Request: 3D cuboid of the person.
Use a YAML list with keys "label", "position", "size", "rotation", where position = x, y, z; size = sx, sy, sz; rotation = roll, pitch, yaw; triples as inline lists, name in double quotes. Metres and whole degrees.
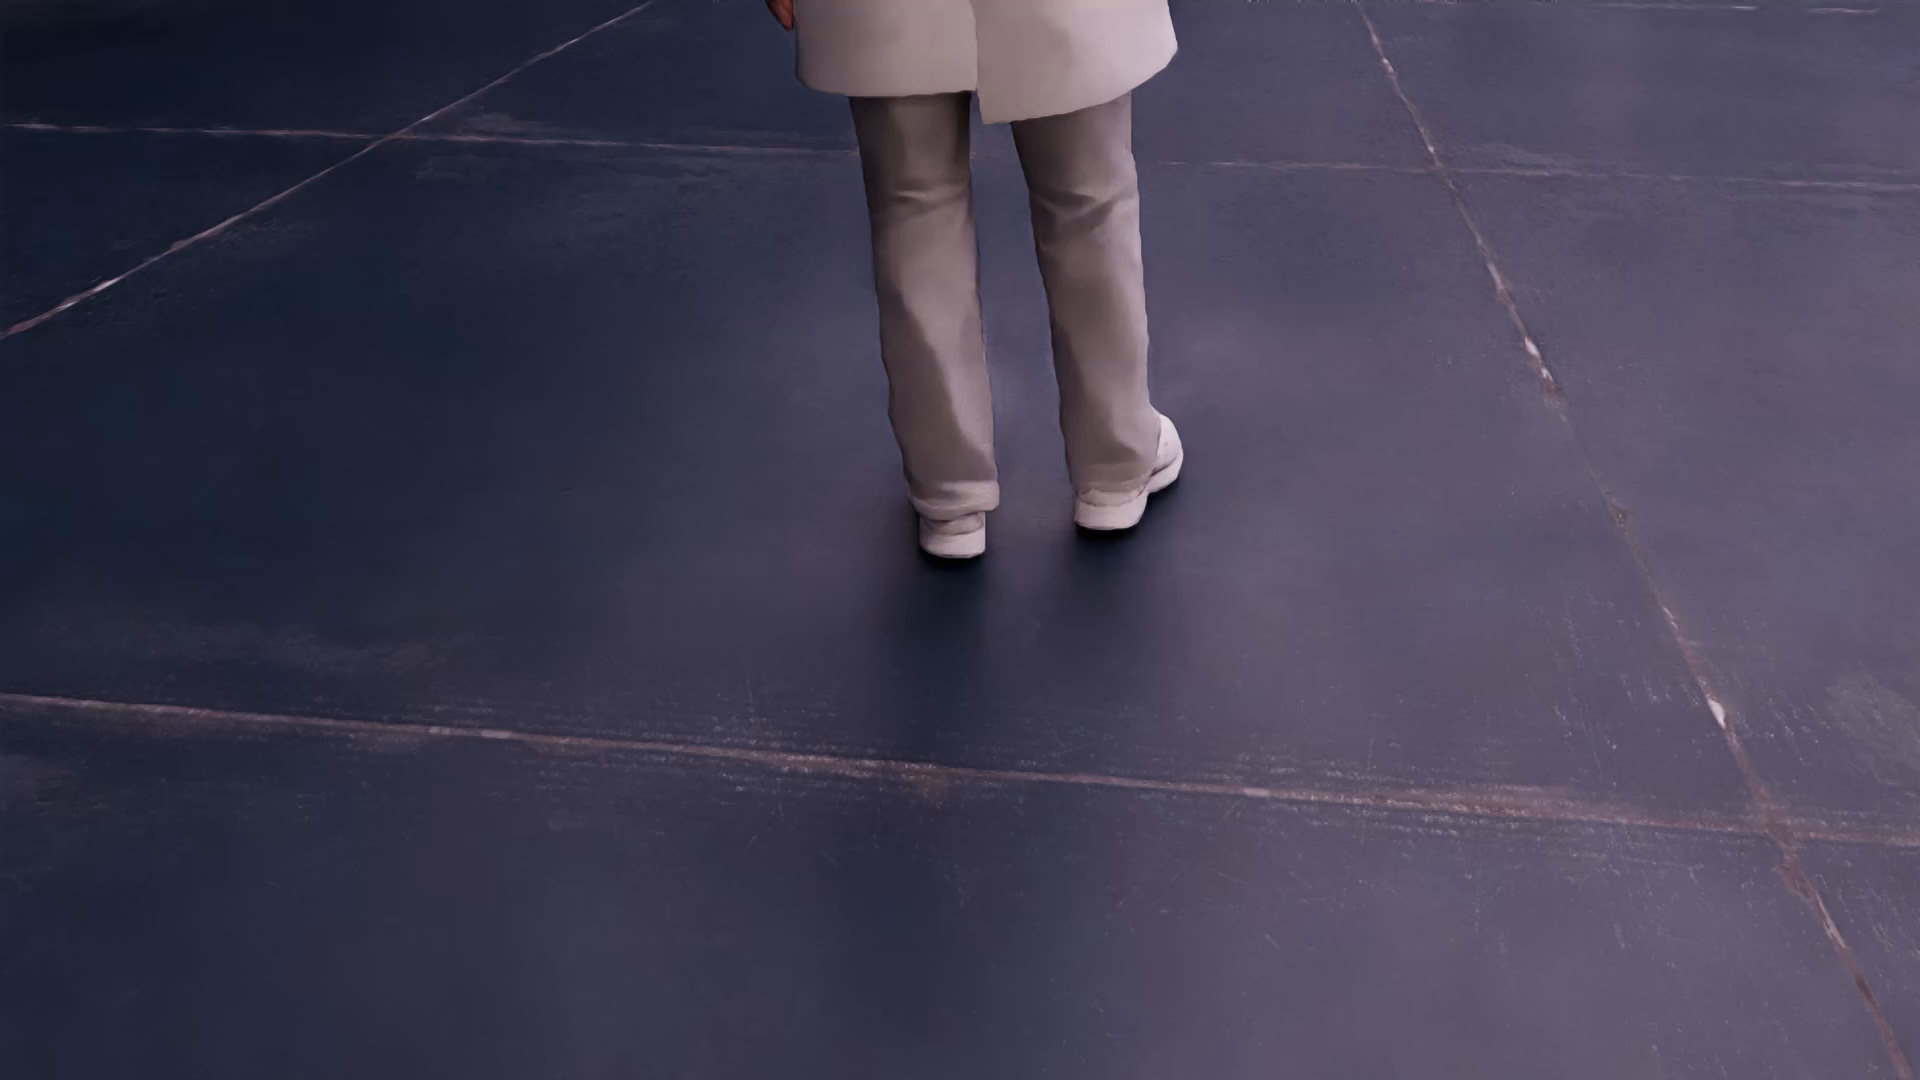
- label: "person"
  position: [0.016, -0.841, 2.177]
  size: [0.694, 1.776, 0.574]
  rotation: [3, 27, 7]
